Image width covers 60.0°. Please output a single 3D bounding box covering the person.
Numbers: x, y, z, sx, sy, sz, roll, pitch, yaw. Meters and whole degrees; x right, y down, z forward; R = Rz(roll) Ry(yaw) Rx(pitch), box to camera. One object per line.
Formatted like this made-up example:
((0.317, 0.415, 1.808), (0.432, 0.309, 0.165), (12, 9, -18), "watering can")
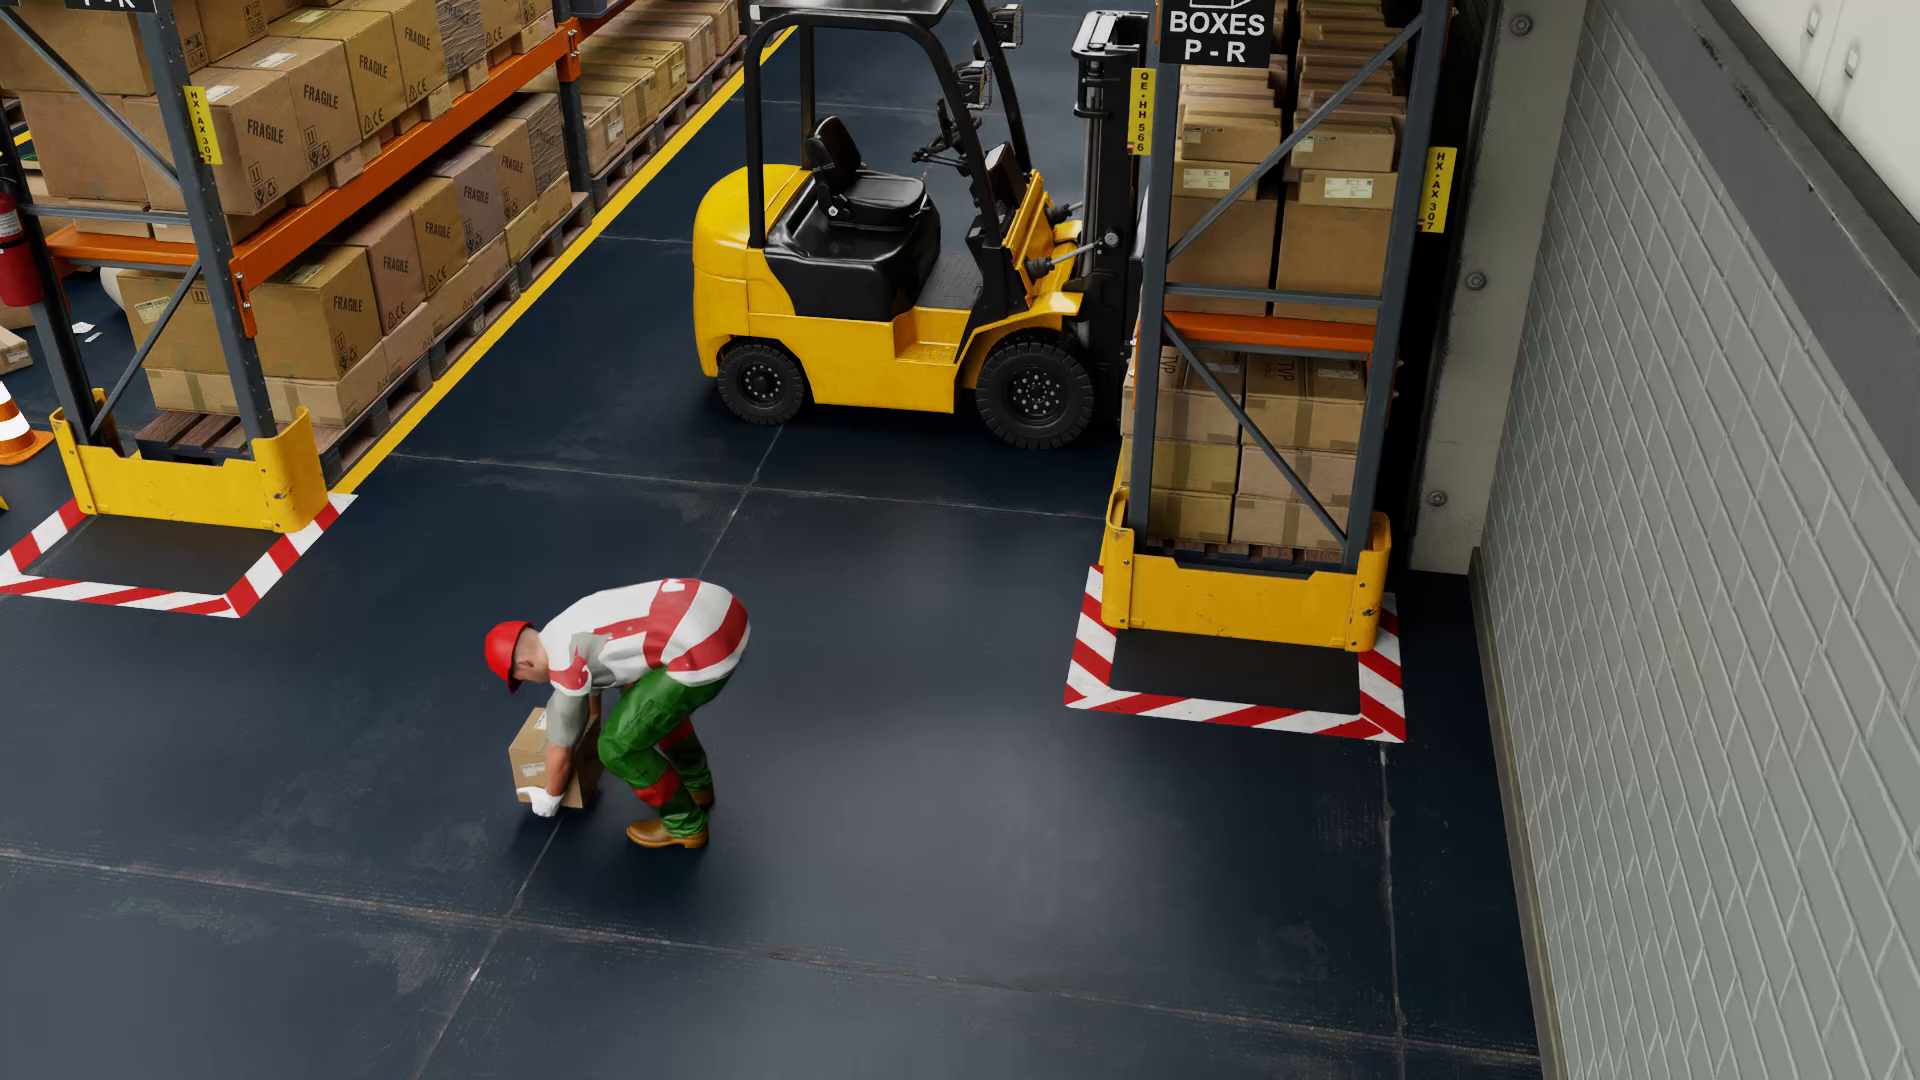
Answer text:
((-1.205, 0.590, 5.913), (0.950, 0.997, 0.524), (4, 32, 6), "person")
